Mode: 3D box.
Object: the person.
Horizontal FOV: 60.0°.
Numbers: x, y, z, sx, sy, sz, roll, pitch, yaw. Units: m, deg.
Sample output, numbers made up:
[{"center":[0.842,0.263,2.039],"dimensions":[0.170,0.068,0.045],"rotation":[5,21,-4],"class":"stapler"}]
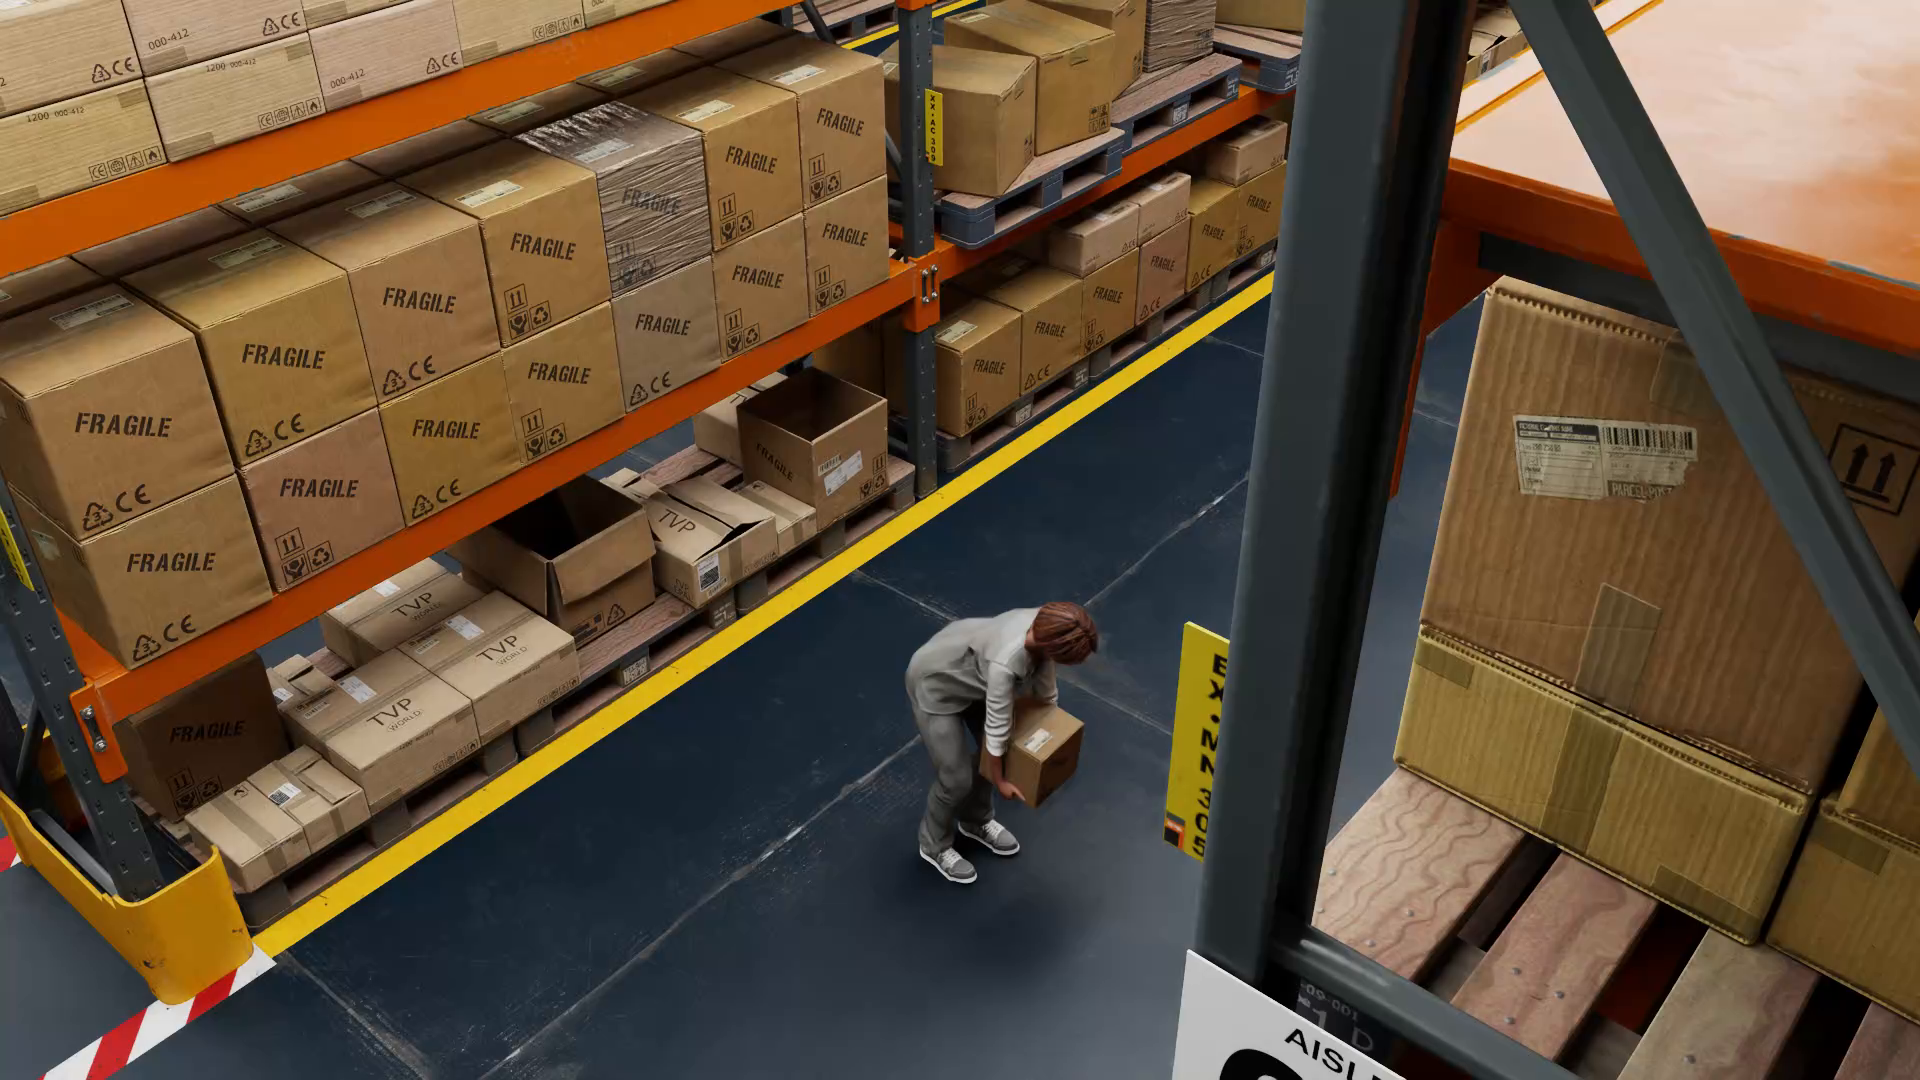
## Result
[{"center":[0.141,0.694,5.894],"dimensions":[0.737,1.356,0.379],"rotation":[25,42,31],"class":"person"}]
